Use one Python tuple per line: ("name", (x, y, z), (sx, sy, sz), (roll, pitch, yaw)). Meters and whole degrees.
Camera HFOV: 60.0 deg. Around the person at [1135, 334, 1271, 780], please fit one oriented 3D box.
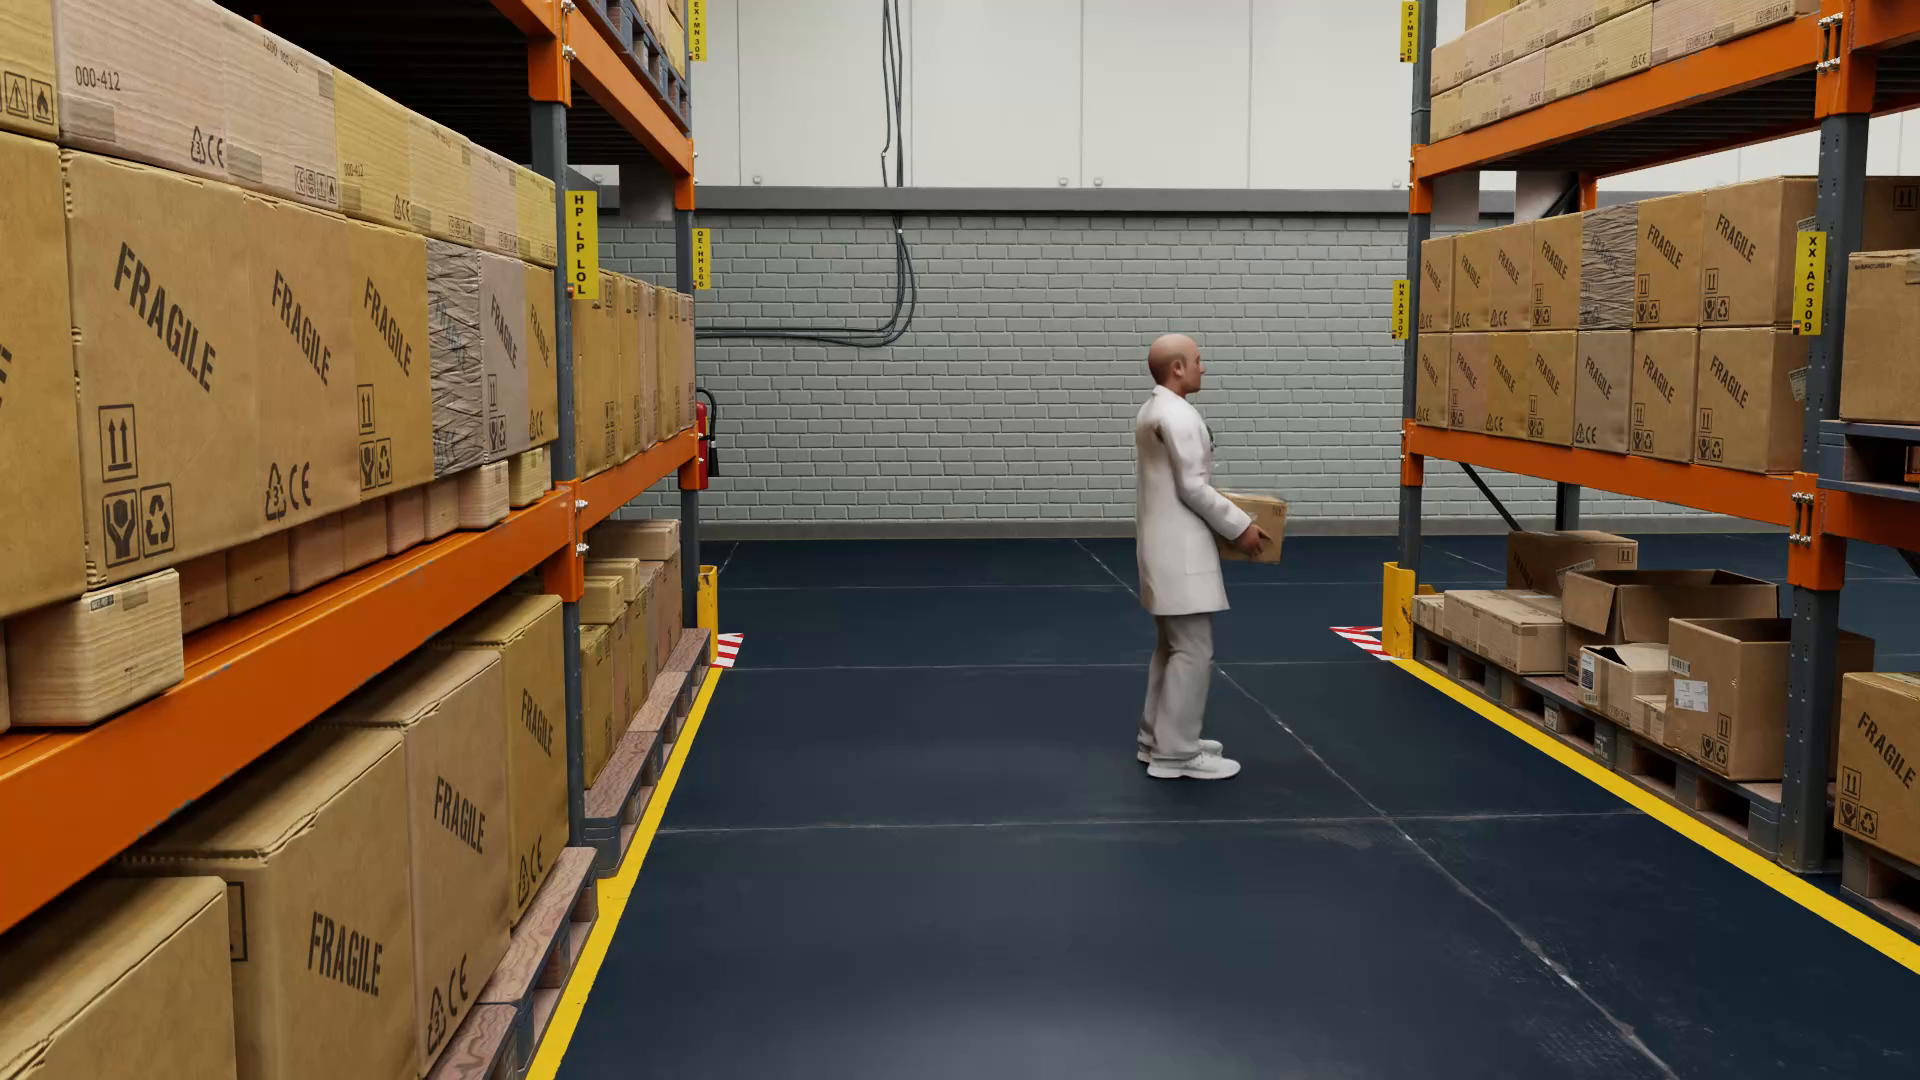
("person", (0.982, 0.056, 6.788), (0.517, 1.782, 0.559), (0, 7, -4))
